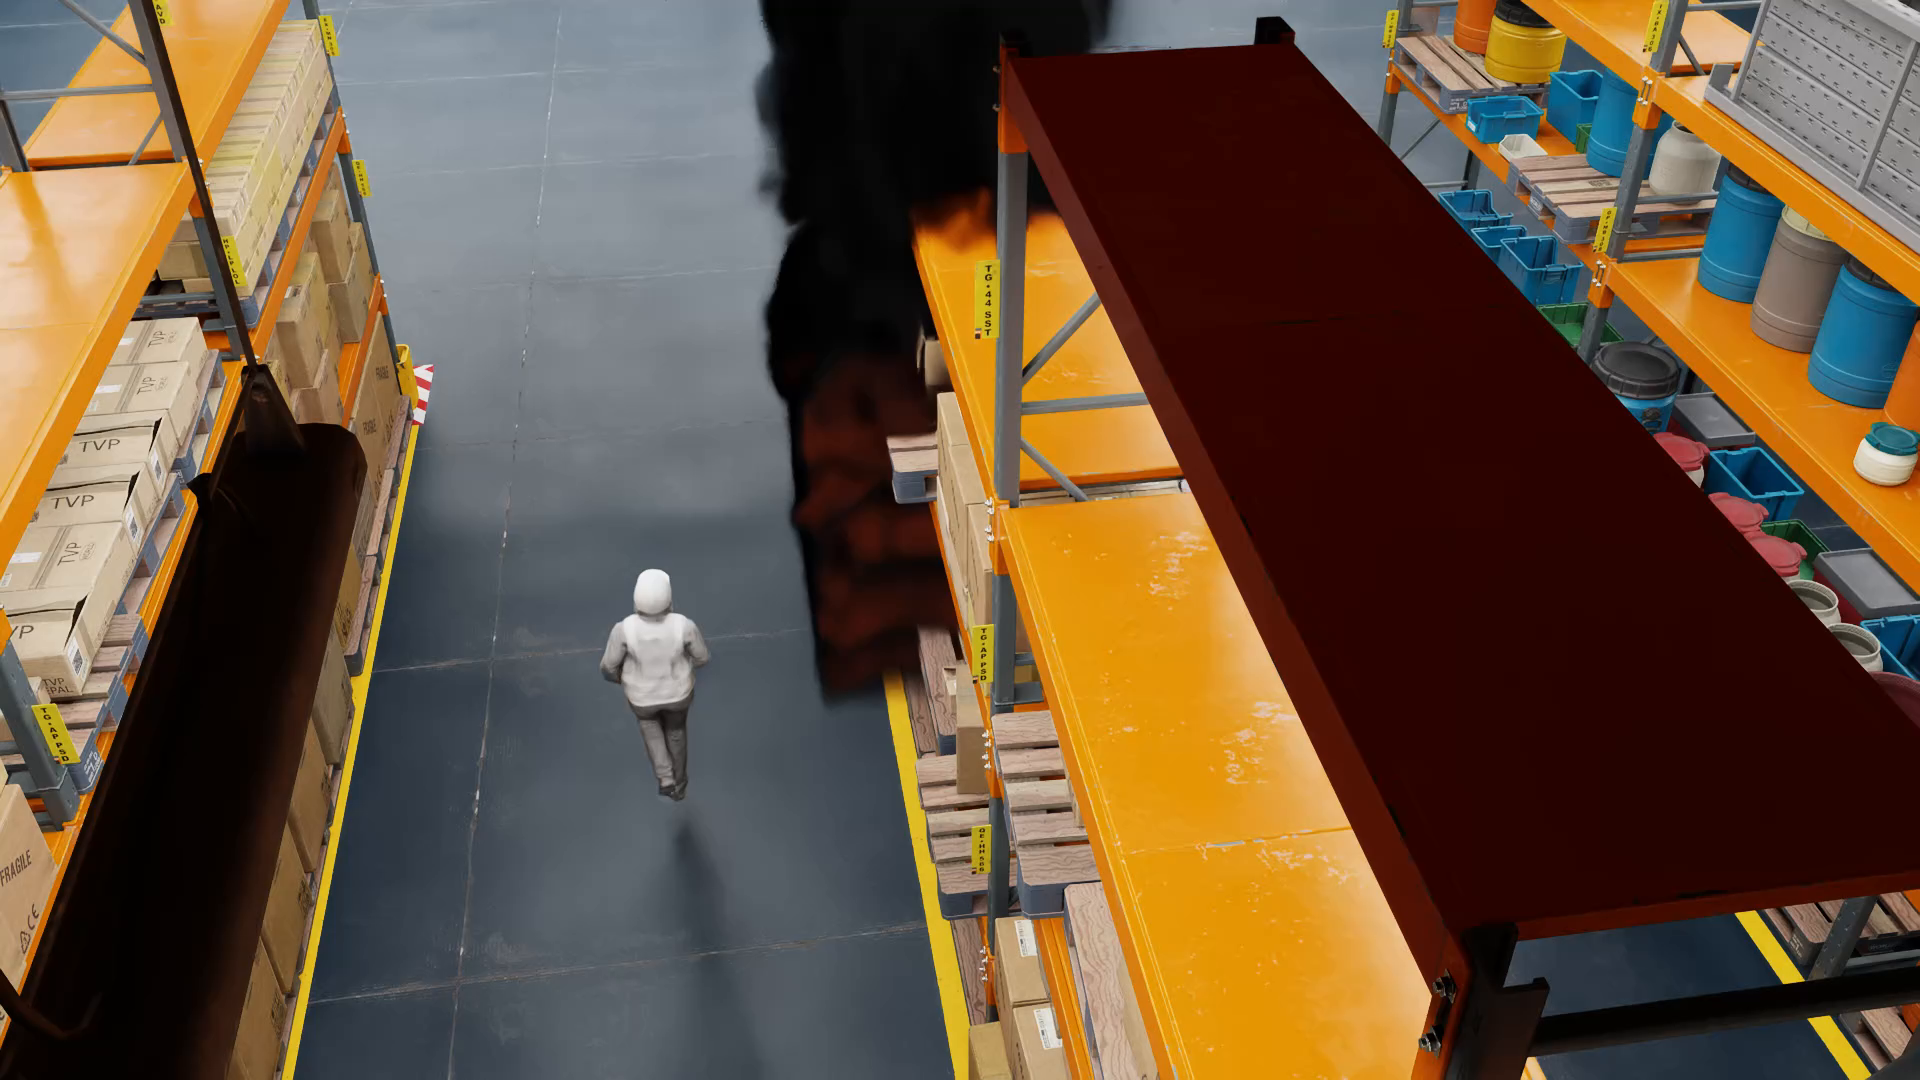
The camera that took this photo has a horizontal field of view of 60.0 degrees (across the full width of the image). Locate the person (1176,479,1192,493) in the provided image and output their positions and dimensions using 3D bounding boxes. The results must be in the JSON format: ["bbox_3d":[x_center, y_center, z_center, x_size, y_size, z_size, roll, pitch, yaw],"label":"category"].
[{"bbox_3d":[1.591,-0.566,12.220,0.714,1.828,0.938,-6,37,-8],"label":"person"}]

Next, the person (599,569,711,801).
[{"bbox_3d":[-1.860,0.893,10.291,0.666,1.747,0.484,-7,37,-10],"label":"person"}]
